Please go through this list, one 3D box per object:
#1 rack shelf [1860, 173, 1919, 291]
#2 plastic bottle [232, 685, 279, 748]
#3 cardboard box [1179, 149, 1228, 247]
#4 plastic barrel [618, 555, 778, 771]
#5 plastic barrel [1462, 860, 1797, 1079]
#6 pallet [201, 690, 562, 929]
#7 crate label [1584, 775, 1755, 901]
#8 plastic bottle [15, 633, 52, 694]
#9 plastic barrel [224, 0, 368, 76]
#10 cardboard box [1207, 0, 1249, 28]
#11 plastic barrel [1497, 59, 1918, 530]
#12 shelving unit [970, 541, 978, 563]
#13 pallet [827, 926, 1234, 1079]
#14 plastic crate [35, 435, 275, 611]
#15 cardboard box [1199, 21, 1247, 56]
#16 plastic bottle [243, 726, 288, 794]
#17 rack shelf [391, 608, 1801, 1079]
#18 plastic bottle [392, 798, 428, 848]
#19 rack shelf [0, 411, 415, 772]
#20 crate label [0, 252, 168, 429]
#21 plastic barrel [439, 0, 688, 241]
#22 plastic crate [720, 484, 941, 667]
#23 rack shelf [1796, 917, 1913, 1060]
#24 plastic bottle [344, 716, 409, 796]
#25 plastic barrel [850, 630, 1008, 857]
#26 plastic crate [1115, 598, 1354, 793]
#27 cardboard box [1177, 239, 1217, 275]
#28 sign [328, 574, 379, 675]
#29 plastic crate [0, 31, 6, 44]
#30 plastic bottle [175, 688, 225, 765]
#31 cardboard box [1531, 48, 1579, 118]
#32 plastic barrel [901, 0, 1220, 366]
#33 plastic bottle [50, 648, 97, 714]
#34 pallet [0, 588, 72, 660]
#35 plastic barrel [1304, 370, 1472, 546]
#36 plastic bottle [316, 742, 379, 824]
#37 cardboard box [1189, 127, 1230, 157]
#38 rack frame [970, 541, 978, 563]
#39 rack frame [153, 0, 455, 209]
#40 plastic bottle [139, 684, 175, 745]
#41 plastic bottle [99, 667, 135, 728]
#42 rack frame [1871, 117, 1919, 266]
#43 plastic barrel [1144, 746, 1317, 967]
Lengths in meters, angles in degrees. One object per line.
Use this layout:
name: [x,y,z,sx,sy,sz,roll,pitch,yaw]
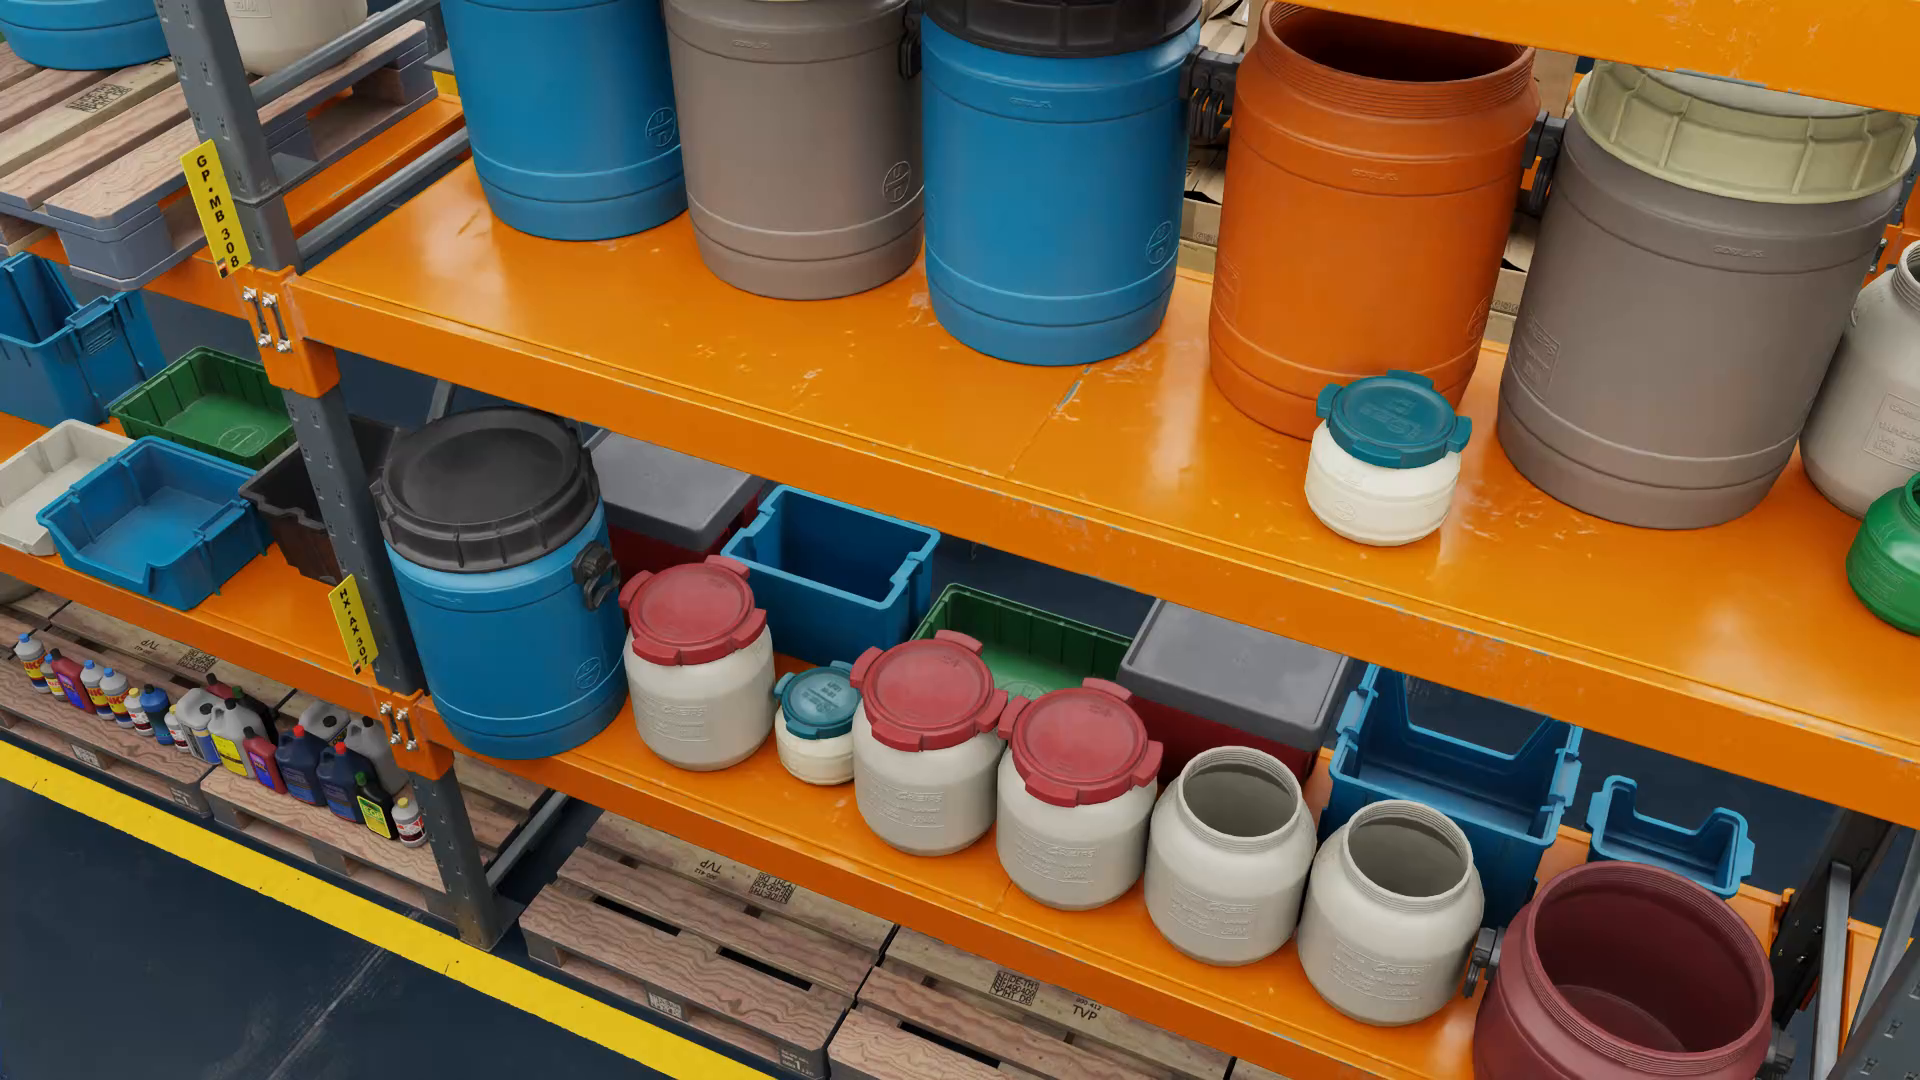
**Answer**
rack shelf: [6.012,-0.975,7.018,4.000,0.370,1.077,17,44,19]
plastic bottle: [-2.675,0.673,6.305,0.133,0.283,0.061,17,44,19]
cardboard box: [1.295,-1.836,8.813,0.500,0.311,0.500,17,44,18]
plastic barrel: [-0.749,0.374,4.808,0.433,0.535,0.433,0,41,0]
plastic barrel: [1.553,1.138,3.927,0.708,0.536,0.600,17,44,19]
pallet: [-2.114,0.873,6.465,1.213,0.211,1.003,17,44,19]
crate label: [1.879,0.862,4.477,0.416,0.233,0.303,17,44,19]
plastic bottle: [-3.636,0.475,6.543,0.097,0.271,0.097,0,41,0]
plastic barrel: [-1.830,-1.540,4.424,0.421,0.512,0.421,0,41,0]
cardboard box: [1.449,-2.723,8.588,0.258,0.266,0.396,16,43,18]
plastic barrel: [1.450,-0.541,3.295,0.600,0.901,0.600,0,41,0]
shelving unit: [0.007,-0.338,7.337,0.210,0.900,0.258,17,44,19]
pallet: [0.315,1.616,5.609,1.213,0.211,1.003,17,44,19]
plastic crate: [-2.641,-0.059,5.525,0.616,0.251,0.499,17,44,19]
cardboard box: [1.291,-2.447,8.359,0.250,0.149,0.380,17,44,19]
plastic bottle: [-2.567,0.810,6.147,0.133,0.283,0.061,20,45,21]
rack shelf: [0.290,0.856,4.905,4.000,0.370,1.077,17,44,19]
plastic bottle: [-1.983,1.006,5.984,0.097,0.201,0.097,0,41,0]
rack shelf: [-3.335,-0.252,6.183,4.000,0.370,1.077,17,44,19]
crate label: [-3.365,-0.741,6.172,0.616,0.435,0.502,17,44,19]
plastic barrel: [-0.970,-1.280,4.148,0.708,0.901,0.600,17,44,19]
plastic crate: [-0.392,0.157,5.174,0.575,0.384,0.392,17,44,19]
rack shelf: [3.915,1.964,3.627,4.000,0.370,1.077,17,44,19]
plastic bottle: [-2.167,0.772,6.139,0.185,0.351,0.144,17,44,19]
plastic barrel: [-0.084,0.577,4.574,0.433,0.535,0.433,0,41,0]
plastic crate: [0.767,0.485,4.736,0.583,0.464,0.402,17,44,19]
cardboard box: [1.298,-1.627,9.000,0.500,0.250,0.500,18,44,20]
sign: [-1.765,0.249,4.845,0.005,0.325,0.100,17,44,19]
plastic crate: [-2.838,-1.621,5.086,0.450,0.188,0.336,17,44,19]
plastic bottle: [-2.840,0.696,6.284,0.135,0.276,0.152,18,44,19]
cardboard box: [2.672,-2.294,7.914,0.500,0.500,0.500,15,43,16]
plastic barrel: [0.215,-0.918,3.730,0.708,0.901,0.600,17,44,19]
plastic bottle: [-3.439,0.544,6.455,0.133,0.283,0.061,18,44,19]
pallet: [-4.325,0.198,7.245,1.213,0.211,1.003,17,44,19]
plastic barrel: [0.851,-0.157,3.340,0.301,0.262,0.301,0,41,0]
plastic bottle: [-2.228,0.858,6.041,0.185,0.351,0.144,16,43,18]
cardboard box: [1.537,-2.158,9.184,0.500,0.311,0.500,18,44,20]
rack frame: [0.099,-0.310,7.304,0.006,0.900,0.240,17,44,19]
rack frame: [-1.523,-2.237,3.344,0.127,3.000,1.000,17,44,19]
plastic bottle: [-3.052,0.653,6.337,0.097,0.271,0.097,0,41,0]
plastic bottle: [-3.235,0.597,6.402,0.097,0.271,0.097,0,41,0]
rack frame: [4.200,-1.801,7.421,0.127,3.000,1.000,17,44,19]
plastic barrel: [0.698,0.821,4.311,0.421,0.512,0.421,0,41,0]
